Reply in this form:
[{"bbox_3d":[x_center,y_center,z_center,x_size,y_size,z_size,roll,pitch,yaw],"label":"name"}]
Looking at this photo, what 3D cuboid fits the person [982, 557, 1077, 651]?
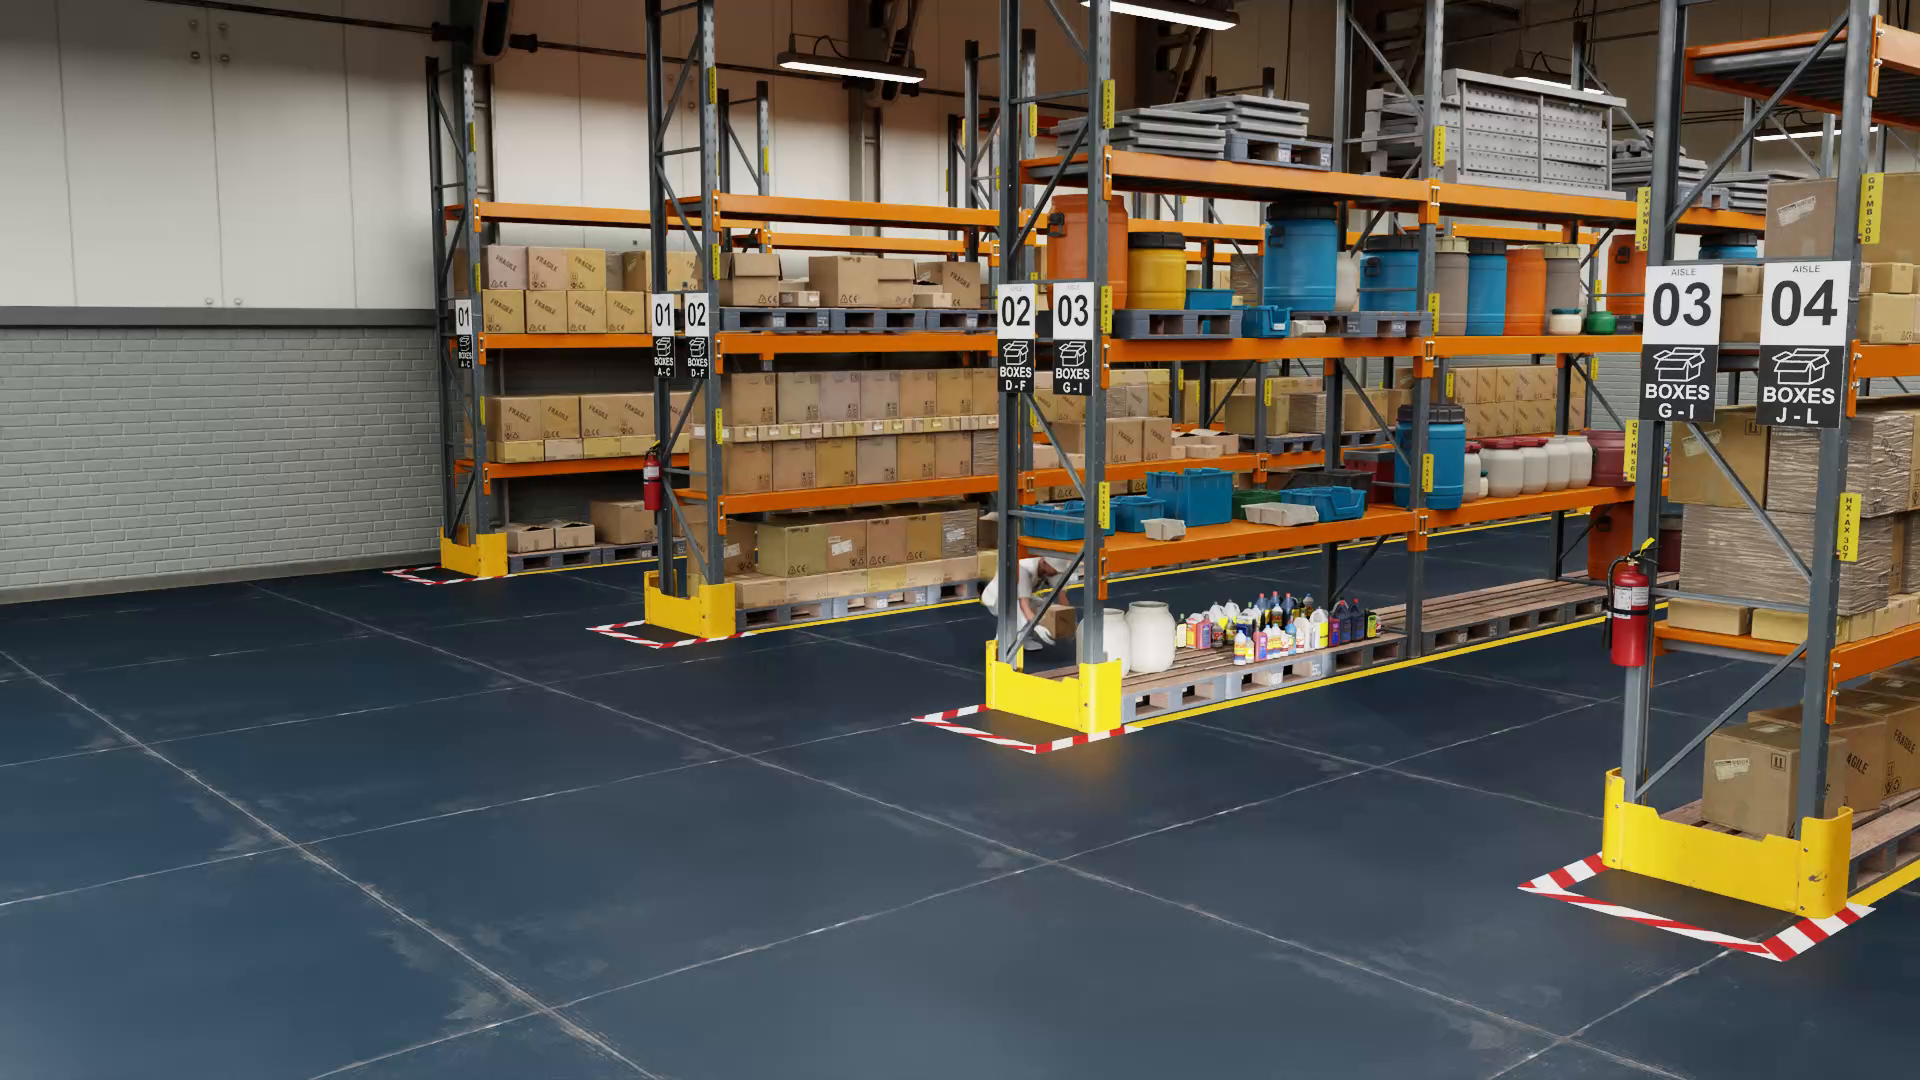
[{"bbox_3d":[0.622,0.516,14.814,0.578,0.993,0.897,-6,10,-41],"label":"person"}]
